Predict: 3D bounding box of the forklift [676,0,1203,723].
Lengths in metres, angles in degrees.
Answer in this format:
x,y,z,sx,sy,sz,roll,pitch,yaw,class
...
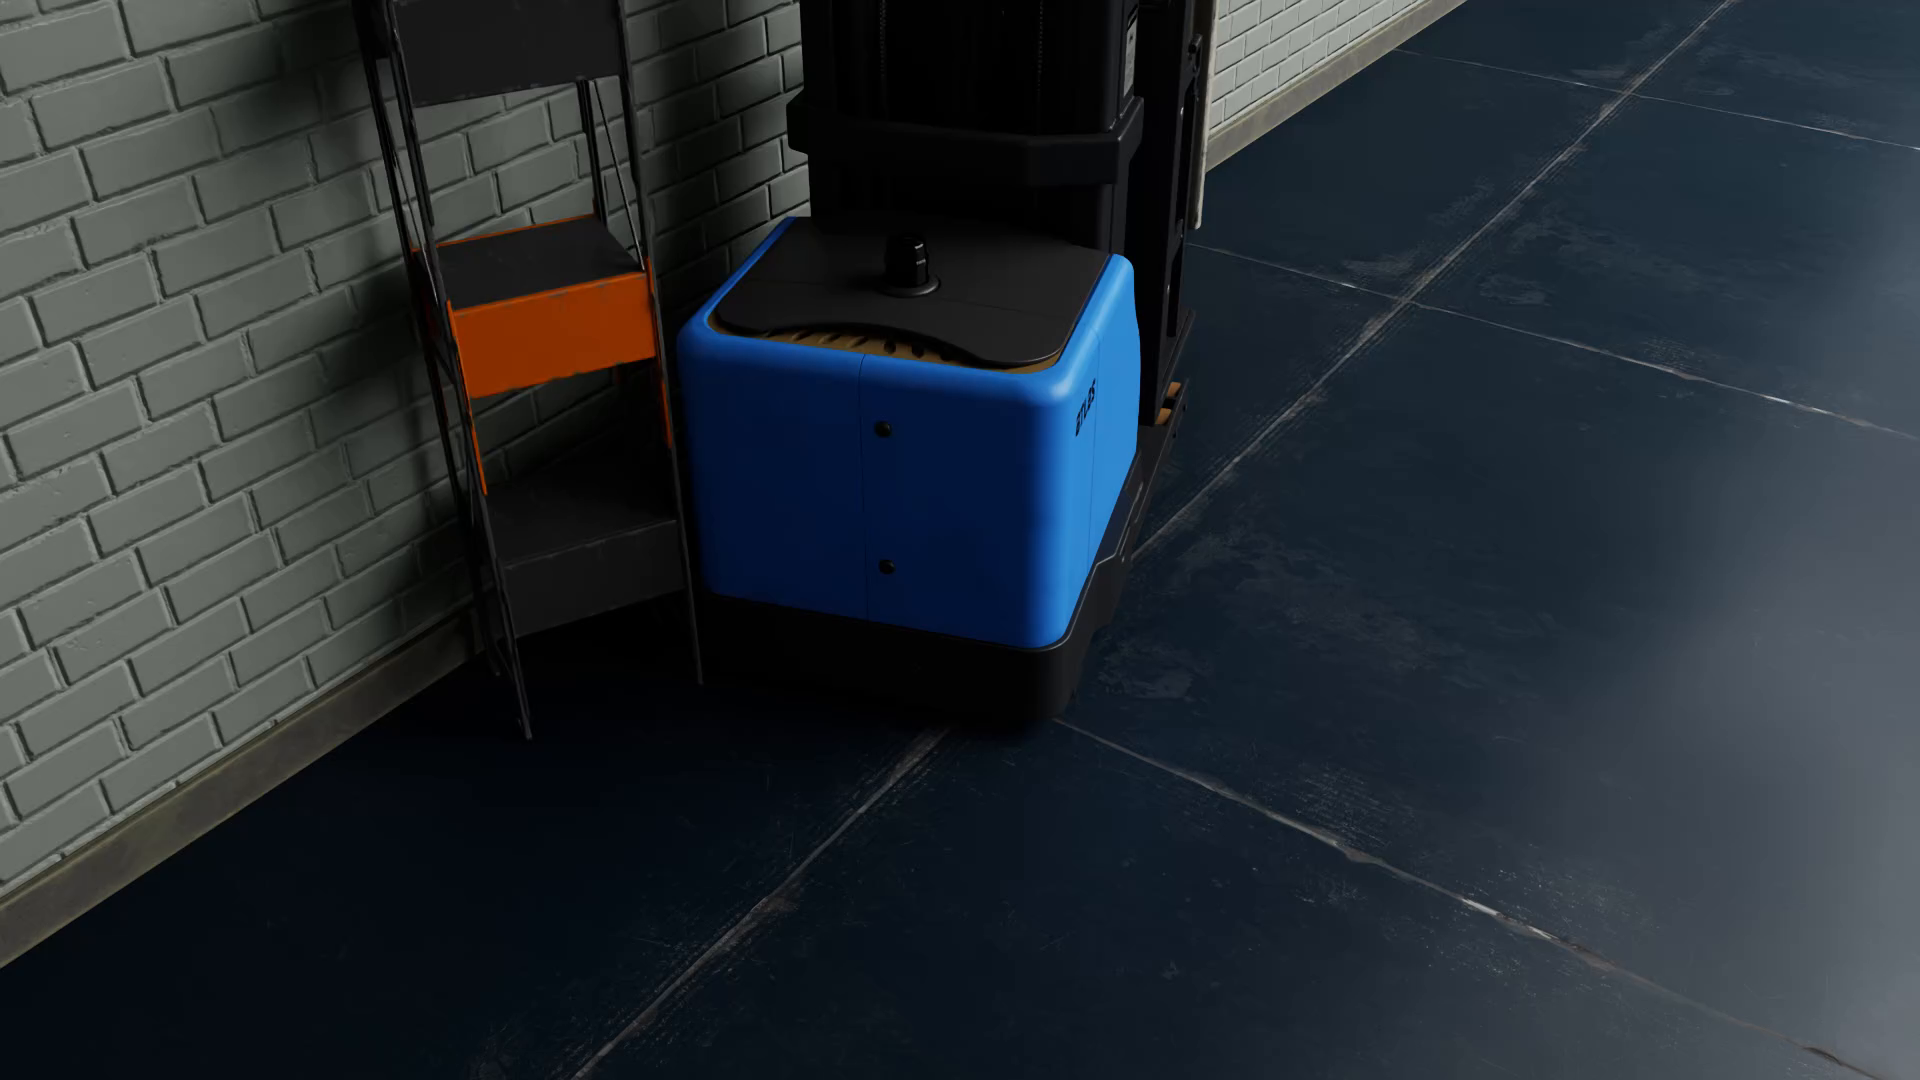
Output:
x,y,z,sx,sy,sz,roll,pitch,yaw,class
0.173,-1.551,4.927,1.130,2.935,3.031,9,35,13,forklift

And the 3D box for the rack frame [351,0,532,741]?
x,y,z,sx,sy,sz,roll,pitch,yaw,class
-1.252,-0.431,4.013,0.015,2.100,0.400,-17,38,-23,rack frame

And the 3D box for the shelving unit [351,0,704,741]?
x,y,z,sx,sy,sz,roll,pitch,yaw,class
-1.037,-0.496,4.108,0.503,2.100,0.431,-17,38,-23,shelving unit

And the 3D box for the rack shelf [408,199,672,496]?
x,y,z,sx,sy,sz,roll,pitch,yaw,class
-1.037,-0.485,4.115,0.480,0.518,0.431,-17,38,-23,rack shelf

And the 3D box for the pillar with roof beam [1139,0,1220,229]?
x,y,z,sx,sy,sz,roll,pitch,yaw,class
4.356,-3.690,2.673,9.100,9.000,0.400,21,39,28,pillar with roof beam

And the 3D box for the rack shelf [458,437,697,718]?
x,y,z,sx,sy,sz,roll,pitch,yaw,class
-1.034,0.094,4.509,0.480,0.518,0.431,-17,38,-23,rack shelf

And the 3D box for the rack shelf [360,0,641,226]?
x,y,z,sx,sy,sz,roll,pitch,yaw,class
-1.039,-1.064,3.722,0.480,0.518,0.431,-17,38,-23,rack shelf

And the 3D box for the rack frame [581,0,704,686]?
x,y,z,sx,sy,sz,roll,pitch,yaw,class
-0.822,-0.562,4.203,0.015,2.100,0.400,-17,38,-23,rack frame
